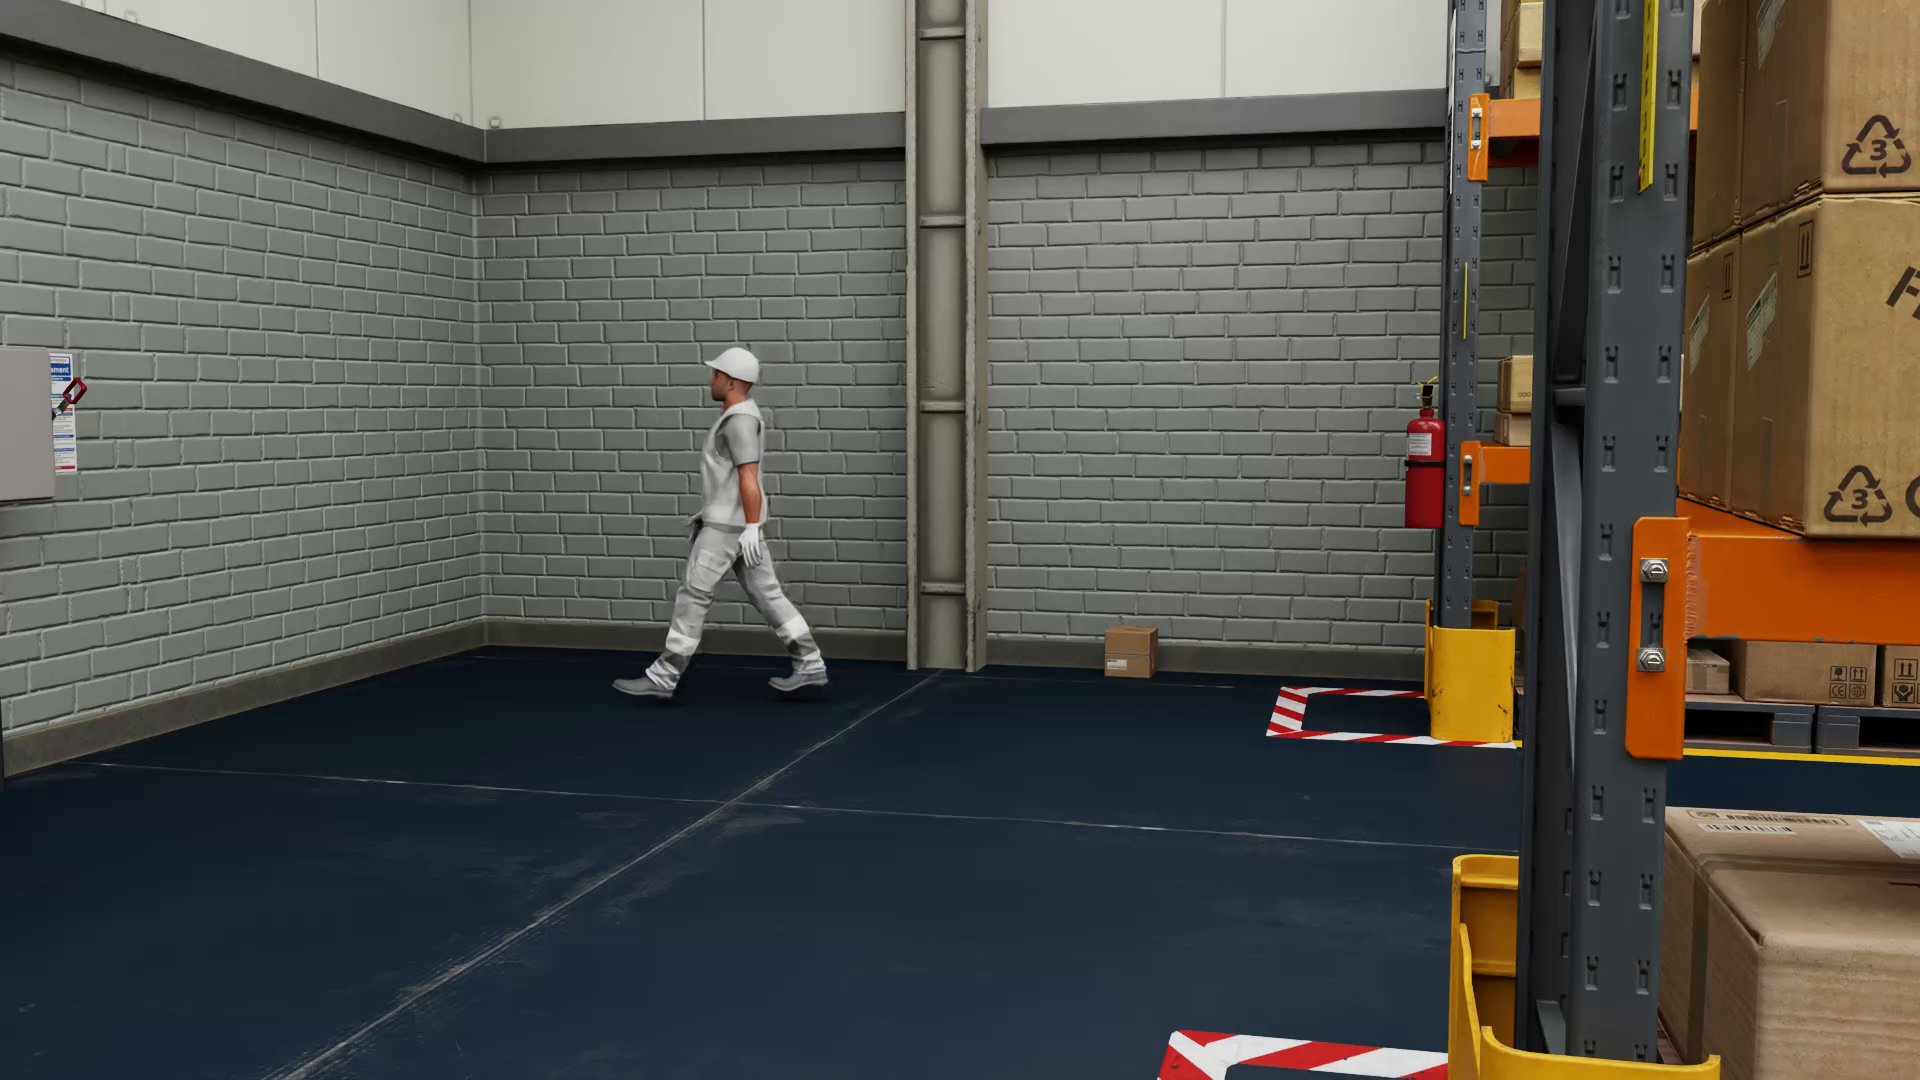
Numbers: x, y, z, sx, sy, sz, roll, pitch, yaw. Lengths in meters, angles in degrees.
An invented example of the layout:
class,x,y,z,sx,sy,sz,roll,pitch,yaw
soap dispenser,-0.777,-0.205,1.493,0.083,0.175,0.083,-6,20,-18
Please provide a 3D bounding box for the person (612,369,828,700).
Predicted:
class,x,y,z,sx,sy,sz,roll,pitch,yaw
person,-1.188,-0.058,8.270,1.053,1.690,0.605,0,5,3
